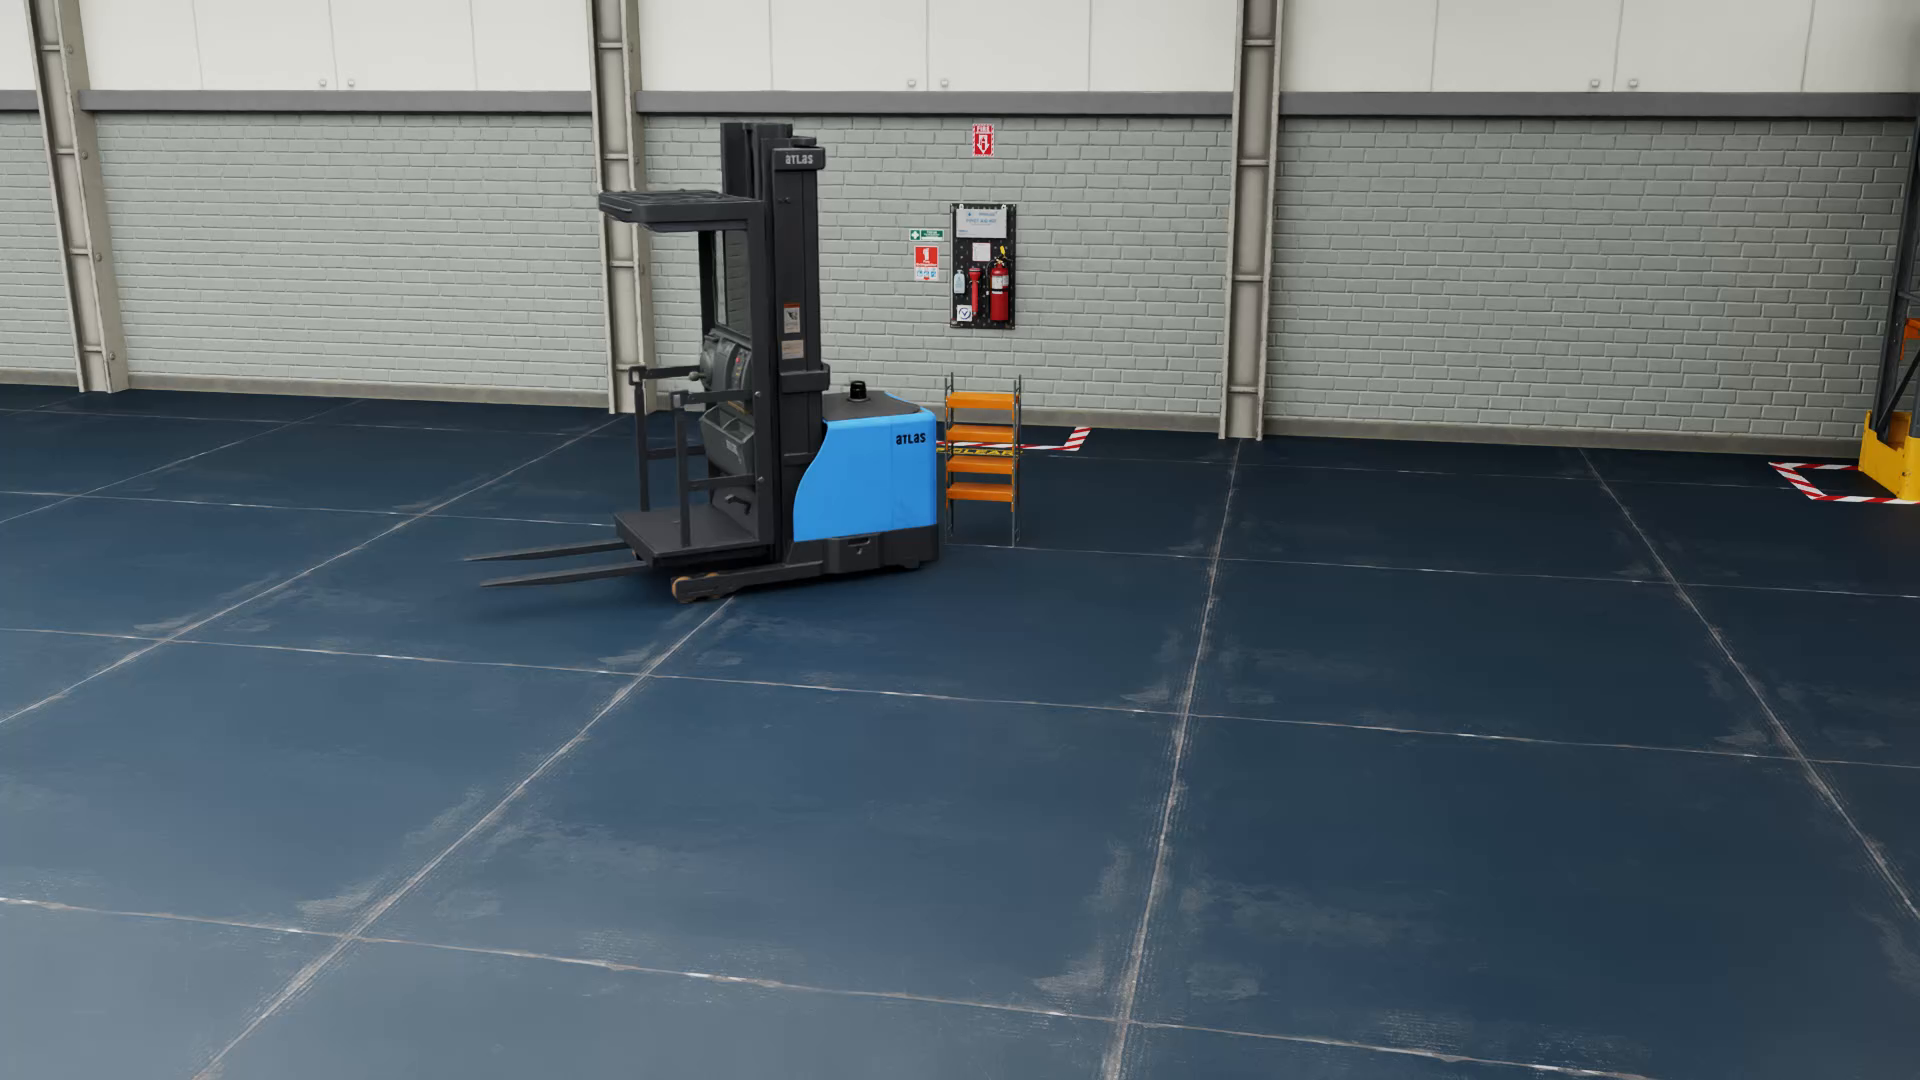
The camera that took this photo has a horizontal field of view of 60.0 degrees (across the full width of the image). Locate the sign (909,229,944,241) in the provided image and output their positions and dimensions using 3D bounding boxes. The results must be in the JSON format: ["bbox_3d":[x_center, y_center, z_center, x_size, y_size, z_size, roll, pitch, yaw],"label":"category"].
[{"bbox_3d":[-0.316,-2.880,15.712,0.331,0.109,0.001,3,16,11],"label":"sign"}]

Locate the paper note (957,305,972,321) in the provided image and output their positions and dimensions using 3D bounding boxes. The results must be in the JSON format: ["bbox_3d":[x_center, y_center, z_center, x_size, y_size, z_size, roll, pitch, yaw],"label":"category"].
[{"bbox_3d":[0.043,-2.157,15.810,0.142,0.148,0.016,3,16,11],"label":"paper note"}]

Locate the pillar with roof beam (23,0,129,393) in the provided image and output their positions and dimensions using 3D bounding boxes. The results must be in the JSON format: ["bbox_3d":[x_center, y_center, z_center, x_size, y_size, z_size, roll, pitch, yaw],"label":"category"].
[{"bbox_3d":[-10.000,-4.816,12.520,0.400,9.000,9.100,3,16,11],"label":"pillar with roof beam"}]

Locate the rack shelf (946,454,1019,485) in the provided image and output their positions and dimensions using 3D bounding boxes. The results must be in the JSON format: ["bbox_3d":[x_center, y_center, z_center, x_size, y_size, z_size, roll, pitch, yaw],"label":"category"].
[{"bbox_3d":[0.162,-0.505,11.818,0.480,0.148,0.258,3,16,11],"label":"rack shelf"}]

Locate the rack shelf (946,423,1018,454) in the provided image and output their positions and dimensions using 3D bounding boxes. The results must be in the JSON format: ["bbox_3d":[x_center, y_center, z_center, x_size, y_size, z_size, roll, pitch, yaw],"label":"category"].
[{"bbox_3d":[0.162,-0.720,11.758,0.480,0.148,0.258,3,16,11],"label":"rack shelf"}]

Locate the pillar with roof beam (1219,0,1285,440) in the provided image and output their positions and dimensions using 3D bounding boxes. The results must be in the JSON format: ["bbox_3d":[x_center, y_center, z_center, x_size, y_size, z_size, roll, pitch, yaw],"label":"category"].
[{"bbox_3d":[1.759,-4.177,10.216,0.400,9.000,9.100,3,16,11],"label":"pillar with roof beam"}]

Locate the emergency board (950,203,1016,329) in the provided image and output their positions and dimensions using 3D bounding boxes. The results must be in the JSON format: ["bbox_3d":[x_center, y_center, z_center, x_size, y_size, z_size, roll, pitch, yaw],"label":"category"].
[{"bbox_3d":[0.203,-2.554,15.593,0.643,1.169,0.194,3,16,11],"label":"emergency board"}]

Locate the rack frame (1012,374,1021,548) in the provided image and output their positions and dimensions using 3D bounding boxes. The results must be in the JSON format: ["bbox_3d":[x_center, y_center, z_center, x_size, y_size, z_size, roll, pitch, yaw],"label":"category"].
[{"bbox_3d":[0.401,-0.556,11.753,0.015,1.200,0.240,3,16,11],"label":"rack frame"}]

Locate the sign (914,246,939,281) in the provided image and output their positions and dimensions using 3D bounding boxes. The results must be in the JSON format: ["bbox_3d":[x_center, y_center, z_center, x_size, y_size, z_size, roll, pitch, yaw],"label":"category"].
[{"bbox_3d":[-0.319,-2.628,15.792,0.234,0.329,0.001,3,16,11],"label":"sign"}]

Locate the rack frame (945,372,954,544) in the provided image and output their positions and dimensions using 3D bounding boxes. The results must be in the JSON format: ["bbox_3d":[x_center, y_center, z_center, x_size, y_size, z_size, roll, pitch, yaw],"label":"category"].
[{"bbox_3d":[-0.077,-0.582,11.847,0.015,1.200,0.240,3,16,11],"label":"rack frame"}]

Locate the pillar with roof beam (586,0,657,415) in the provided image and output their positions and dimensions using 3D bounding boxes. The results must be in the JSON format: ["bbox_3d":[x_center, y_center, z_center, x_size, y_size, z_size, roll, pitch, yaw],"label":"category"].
[{"bbox_3d":[-4.121,-4.497,11.368,0.400,9.000,9.100,3,16,11],"label":"pillar with roof beam"}]

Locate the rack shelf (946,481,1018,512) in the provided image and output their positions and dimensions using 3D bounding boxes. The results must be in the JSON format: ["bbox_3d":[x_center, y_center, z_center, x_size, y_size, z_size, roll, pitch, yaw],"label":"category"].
[{"bbox_3d":[0.162,-0.313,11.871,0.480,0.148,0.258,3,16,11],"label":"rack shelf"}]

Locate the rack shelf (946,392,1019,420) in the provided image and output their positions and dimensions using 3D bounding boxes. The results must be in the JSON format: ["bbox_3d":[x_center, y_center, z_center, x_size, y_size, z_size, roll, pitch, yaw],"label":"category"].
[{"bbox_3d":[0.162,-0.948,11.695,0.480,0.148,0.258,3,16,11],"label":"rack shelf"}]

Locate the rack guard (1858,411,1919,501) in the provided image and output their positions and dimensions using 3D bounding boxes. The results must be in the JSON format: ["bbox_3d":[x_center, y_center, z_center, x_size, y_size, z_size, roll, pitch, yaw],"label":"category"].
[{"bbox_3d":[7.713,-0.696,13.567,0.348,0.500,1.175,3,16,11],"label":"rack guard"}]

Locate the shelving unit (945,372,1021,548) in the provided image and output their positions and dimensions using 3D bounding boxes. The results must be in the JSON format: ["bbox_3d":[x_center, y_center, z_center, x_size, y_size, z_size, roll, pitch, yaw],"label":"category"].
[{"bbox_3d":[0.162,-0.569,11.800,0.503,1.200,0.258,3,16,11],"label":"shelving unit"}]

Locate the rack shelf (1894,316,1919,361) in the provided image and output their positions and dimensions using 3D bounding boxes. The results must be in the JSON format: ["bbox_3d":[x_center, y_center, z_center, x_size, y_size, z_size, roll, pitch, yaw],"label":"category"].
[{"bbox_3d":[9.598,-1.451,12.959,4.000,0.370,1.077,3,16,11],"label":"rack shelf"}]

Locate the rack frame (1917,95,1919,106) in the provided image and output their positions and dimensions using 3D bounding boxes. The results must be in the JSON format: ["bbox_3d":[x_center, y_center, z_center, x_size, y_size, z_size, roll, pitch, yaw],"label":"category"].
[{"bbox_3d":[7.638,-4.795,12.447,0.127,3.000,1.000,3,16,11],"label":"rack frame"}]

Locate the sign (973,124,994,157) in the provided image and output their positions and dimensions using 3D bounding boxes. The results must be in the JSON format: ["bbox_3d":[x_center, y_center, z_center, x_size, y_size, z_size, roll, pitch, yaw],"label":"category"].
[{"bbox_3d":[0.215,-3.698,15.379,0.199,0.298,0.001,3,16,11],"label":"sign"}]

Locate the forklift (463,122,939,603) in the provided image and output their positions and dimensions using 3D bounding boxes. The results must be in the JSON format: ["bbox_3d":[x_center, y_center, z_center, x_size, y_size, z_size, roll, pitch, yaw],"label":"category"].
[{"bbox_3d":[-1.701,-1.173,10.736,3.031,2.935,1.130,-7,17,-24],"label":"forklift"}]

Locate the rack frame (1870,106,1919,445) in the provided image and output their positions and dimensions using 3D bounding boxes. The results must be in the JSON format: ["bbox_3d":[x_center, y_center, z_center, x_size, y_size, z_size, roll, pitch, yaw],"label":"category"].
[{"bbox_3d":[7.638,-1.904,13.247,0.127,3.000,1.000,3,16,11],"label":"rack frame"}]
